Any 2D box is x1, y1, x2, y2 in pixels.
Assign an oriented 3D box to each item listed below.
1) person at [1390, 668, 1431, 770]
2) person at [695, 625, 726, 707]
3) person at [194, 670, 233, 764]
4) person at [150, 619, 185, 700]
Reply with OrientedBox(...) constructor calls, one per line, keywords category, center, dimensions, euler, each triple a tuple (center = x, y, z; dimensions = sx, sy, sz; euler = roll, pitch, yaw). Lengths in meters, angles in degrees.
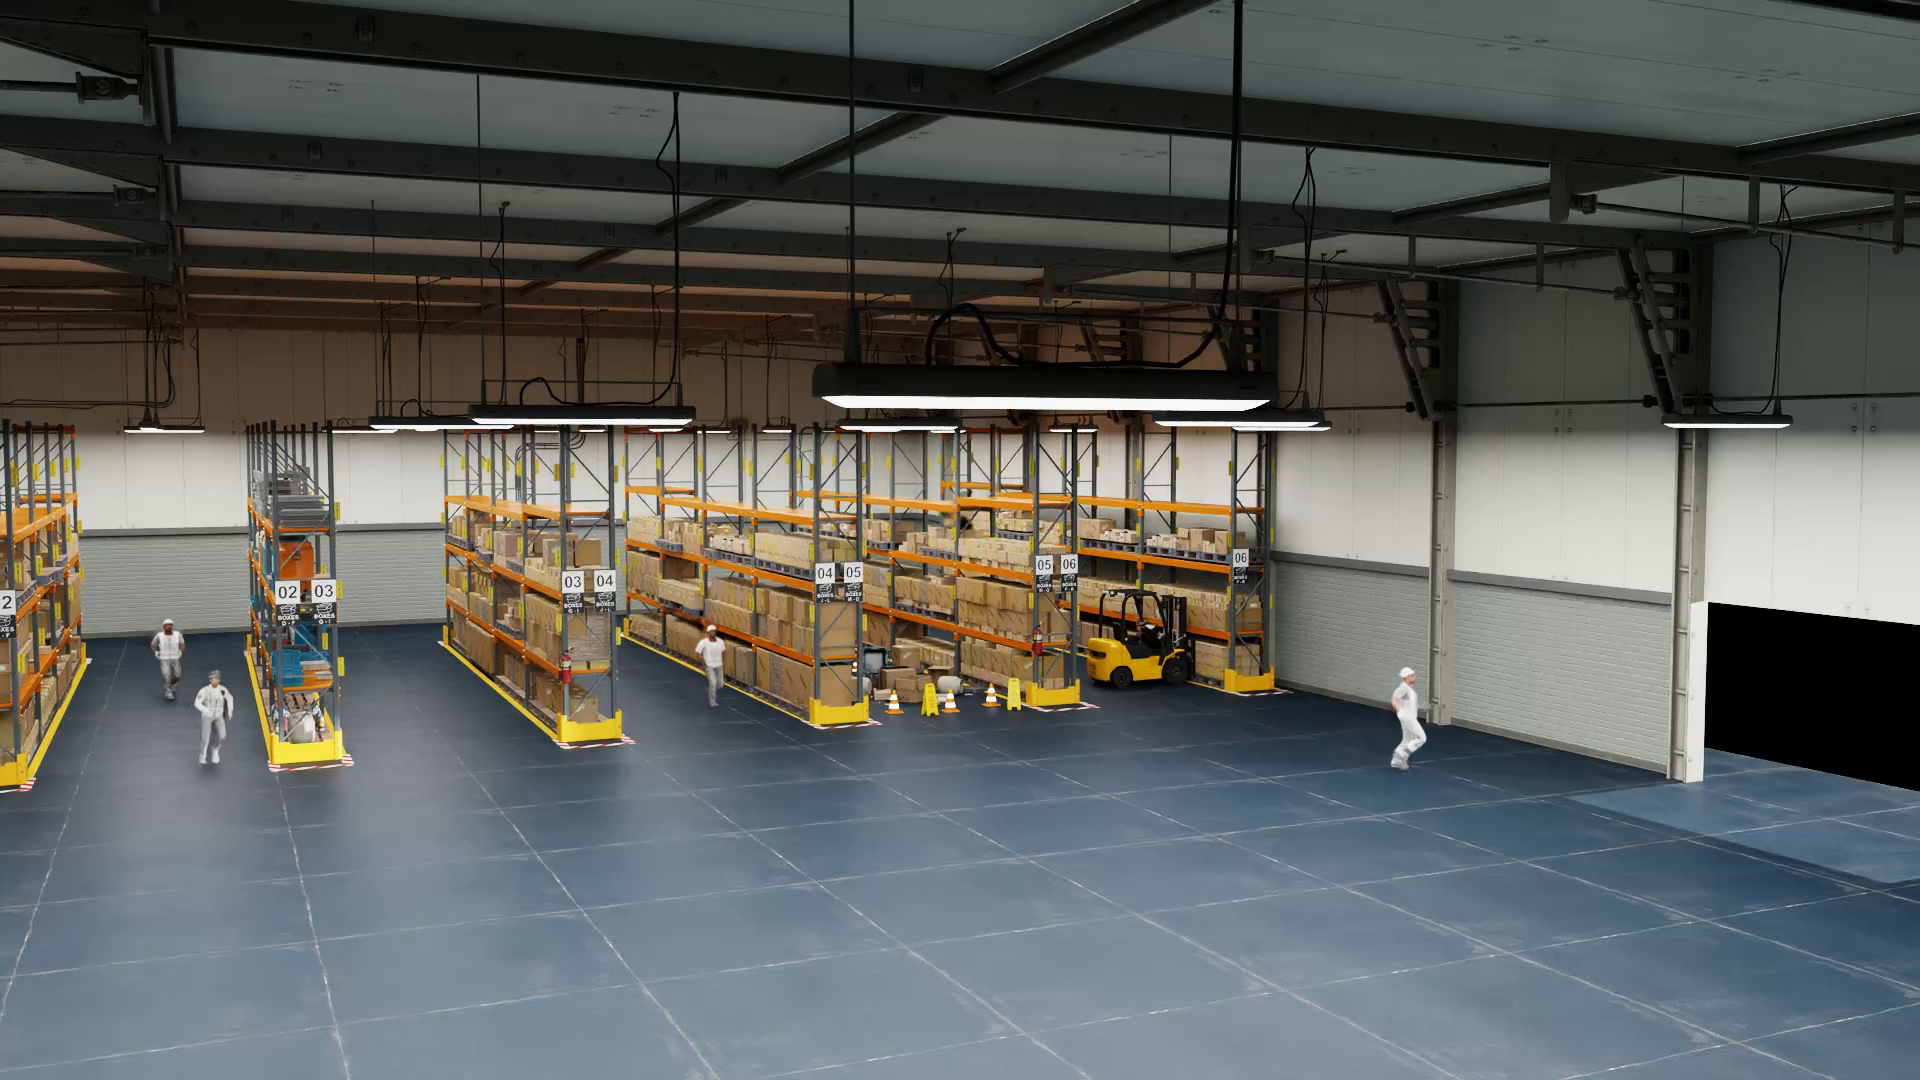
OrientedBox(category="person", center=(7.696, 3.052, 28.374), dimensions=(0.650, 1.743, 0.646), euler=(1, 4, 20))
OrientedBox(category="person", center=(-5.263, 2.659, 35.256), dimensions=(0.700, 1.719, 0.625), euler=(-2, 4, -31))
OrientedBox(category="person", center=(-12.964, 3.081, 28.948), dimensions=(0.674, 1.645, 0.590), euler=(-3, 5, -40))
OrientedBox(category="person", center=(-17.241, 2.591, 36.226), dimensions=(0.685, 1.735, 0.675), euler=(-2, 4, -34))
